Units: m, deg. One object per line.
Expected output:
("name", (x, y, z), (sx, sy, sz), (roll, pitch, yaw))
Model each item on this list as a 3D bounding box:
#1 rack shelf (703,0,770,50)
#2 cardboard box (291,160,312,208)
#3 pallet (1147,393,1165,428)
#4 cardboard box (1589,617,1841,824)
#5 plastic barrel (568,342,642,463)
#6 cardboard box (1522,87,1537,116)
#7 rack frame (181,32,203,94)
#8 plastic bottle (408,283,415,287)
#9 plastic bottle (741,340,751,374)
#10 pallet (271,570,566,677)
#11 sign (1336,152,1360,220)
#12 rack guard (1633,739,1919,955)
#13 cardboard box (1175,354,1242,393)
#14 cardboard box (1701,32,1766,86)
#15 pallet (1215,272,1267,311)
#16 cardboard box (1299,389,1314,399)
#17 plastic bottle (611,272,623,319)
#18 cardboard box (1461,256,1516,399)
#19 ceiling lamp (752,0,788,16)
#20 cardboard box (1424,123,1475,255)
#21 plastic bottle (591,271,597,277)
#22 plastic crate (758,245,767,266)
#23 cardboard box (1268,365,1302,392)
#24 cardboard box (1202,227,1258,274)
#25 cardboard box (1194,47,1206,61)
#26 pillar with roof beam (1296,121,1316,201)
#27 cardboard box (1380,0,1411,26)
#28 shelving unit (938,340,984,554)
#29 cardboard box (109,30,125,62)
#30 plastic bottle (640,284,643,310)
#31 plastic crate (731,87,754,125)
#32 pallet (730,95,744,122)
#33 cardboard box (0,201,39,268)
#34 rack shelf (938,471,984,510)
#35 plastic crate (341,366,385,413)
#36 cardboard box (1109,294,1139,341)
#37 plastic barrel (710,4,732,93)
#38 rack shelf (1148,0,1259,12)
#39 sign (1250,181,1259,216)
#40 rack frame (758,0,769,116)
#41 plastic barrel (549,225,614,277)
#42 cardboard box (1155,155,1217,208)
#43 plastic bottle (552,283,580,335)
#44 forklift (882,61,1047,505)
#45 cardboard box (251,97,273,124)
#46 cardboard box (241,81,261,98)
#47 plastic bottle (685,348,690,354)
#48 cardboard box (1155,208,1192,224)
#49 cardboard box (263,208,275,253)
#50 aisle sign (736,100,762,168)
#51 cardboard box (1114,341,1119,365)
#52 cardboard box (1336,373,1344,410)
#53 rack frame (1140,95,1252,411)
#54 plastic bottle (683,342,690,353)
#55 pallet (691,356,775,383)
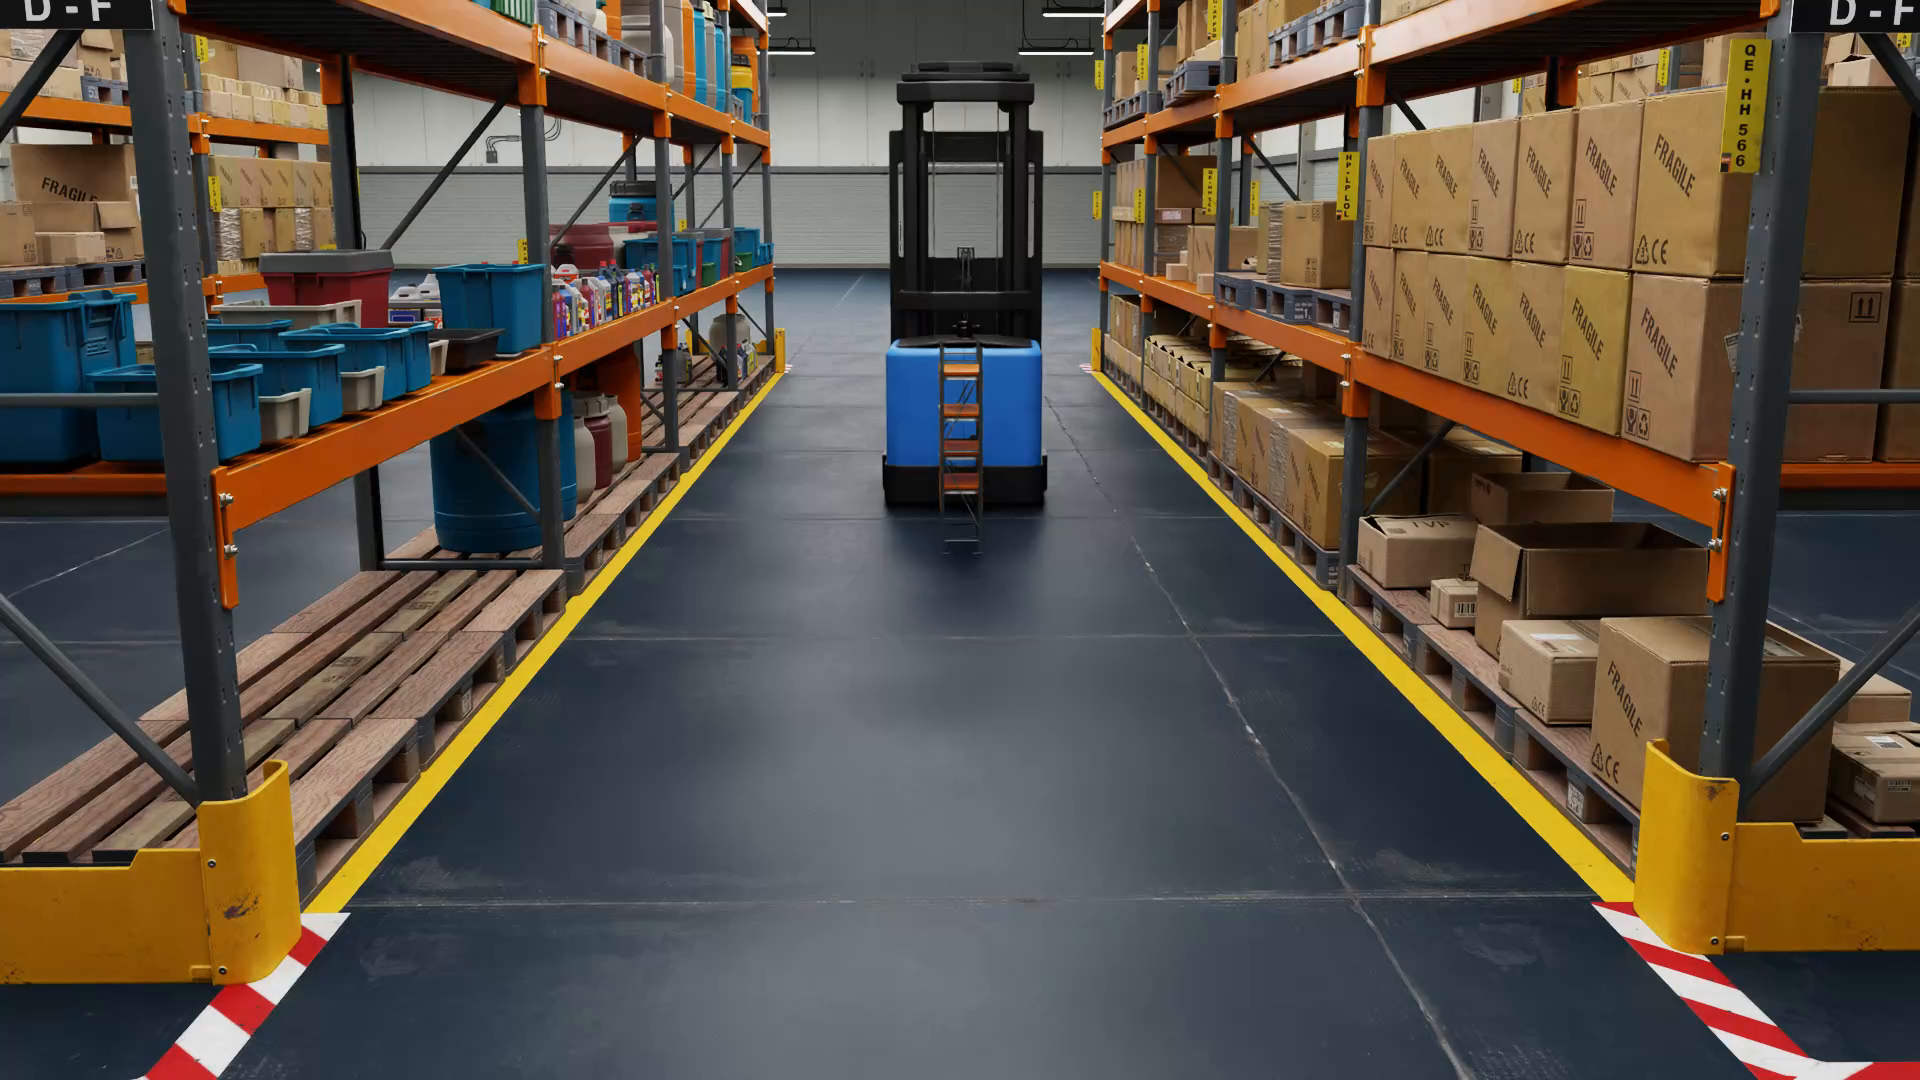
("rack shelf", (-2.713, -5.520, 17.452), (1.077, 0.370, 4.000), (0, 11, -1))
("cardboard box", (-7.424, -3.884, 18.144), (0.500, 0.500, 0.500), (0, 11, -1))
("pallet", (2.334, -1.238, 15.631), (1.003, 0.211, 1.213), (0, 11, -1))
("cardboard box", (2.271, 0.537, 5.049), (0.500, 0.500, 0.500), (0, 11, -1))
("plastic barrel", (-2.562, -0.981, 11.754), (0.600, 0.830, 0.708), (0, 11, -1))
("cardboard box", (6.907, -5.029, 19.455), (0.500, 0.500, 0.500), (0, 11, 0))
("rack frame", (-7.624, -5.651, 15.281), (1.000, 3.000, 0.127), (0, 11, -1))
("plastic bottle", (-2.889, -1.207, 8.756), (0.061, 0.283, 0.133), (0, 11, -1))
("plastic bottle", (-2.287, -1.933, 17.598), (0.144, 0.351, 0.185), (0, 11, -2))
("pallet", (-2.453, 0.372, 7.697), (1.003, 0.211, 1.213), (0, 11, -1))
("sign", (1.891, -1.725, 8.106), (0.100, 0.325, 0.005), (0, 11, -1))
("rack guard", (2.527, 0.844, 4.640), (1.175, 0.500, 0.348), (0, 11, -1))
("cardboard box", (2.081, -1.396, 13.843), (0.500, 0.311, 0.500), (0, 11, -2))
("cardboard box", (7.164, -4.388, 15.291), (0.500, 0.500, 0.500), (1, 12, 7))
("pallet", (2.447, -1.727, 11.512), (1.213, 0.211, 1.003), (0, 11, -1))
("cardboard box", (2.617, -0.761, 11.448), (0.500, 0.500, 0.500), (0, 11, 1))
("plastic bottle", (-2.124, -1.510, 10.251), (0.061, 0.283, 0.133), (0, 11, -1))
("cardboard box", (2.217, -0.805, 6.231), (0.500, 0.500, 0.500), (0, 11, -2))
("ceiling lamp", (-4.620, -12.566, 34.686), (2.000, 3.185, 0.800), (0, 11, -1))
("cardboard box", (2.195, -1.400, 6.650), (0.500, 0.500, 0.500), (-1, 11, -3))
("plastic bottle", (-2.271, -1.536, 10.379), (0.061, 0.283, 0.133), (0, 11, -1))
("plastic crate", (-2.438, -3.226, 18.791), (0.499, 0.251, 0.408), (0, 11, -1))
("cardboard box", (2.646, -1.194, 12.850), (0.500, 0.311, 0.500), (0, 11, 1))
("cardboard box", (2.312, -2.338, 13.789), (0.500, 0.500, 0.500), (-1, 11, -4))
("cardboard box", (2.259, -3.973, 13.875), (0.500, 0.250, 0.500), (-1, 12, -6))
("pillar with roof beam", (3.353, -9.932, 36.383), (9.100, 9.000, 0.548), (0, 11, -1))
("cardboard box", (2.208, -2.460, 7.471), (0.500, 0.250, 0.500), (0, 11, -1))
("shelving unit", (0.003, -0.555, 9.778), (0.258, 1.200, 0.503), (0, 11, -1))
("cardboard box", (-7.713, -4.344, 15.065), (0.797, 0.503, 0.637), (-1, 11, -4))
("plastic bottle", (-2.160, -1.633, 11.065), (0.097, 0.201, 0.097), (0, 11, 0))
("plastic crate", (-2.414, -4.611, 17.738), (0.392, 0.384, 0.575), (0, 11, -1))
("pallet", (-2.785, -4.252, 16.404), (1.213, 0.211, 1.003), (0, 11, -1))
("cardboard box", (-7.704, -2.388, 12.980), (0.700, 0.500, 0.500), (1, 12, 7))
("rack shelf", (0.003, -0.295, 9.830), (0.258, 0.148, 0.480), (0, 11, -1))
("plastic crate", (-2.038, -0.496, 5.470), (0.250, 0.136, 0.298), (0, 11, -1))
("cardboard box", (1.998, -2.565, 19.131), (0.500, 0.500, 0.500), (0, 11, -1))
("plastic barrel", (-2.586, -4.851, 16.566), (0.600, 0.901, 0.708), (0, 11, -1))
("rack shelf", (2.322, -4.745, 13.630), (1.077, 0.370, 4.000), (0, 11, -1))
("sign", (2.823, -3.284, 15.988), (0.100, 0.325, 0.005), (0, 11, -1))
("rack frame", (-2.755, -6.467, 19.301), (1.000, 3.000, 0.127), (0, 11, -1))
("plastic barrel", (-2.902, -2.094, 12.494), (0.600, 0.536, 0.708), (0, 11, -1))
("cardboard box", (2.265, -3.524, 16.370), (0.700, 0.500, 0.500), (0, 11, -1))
("plastic bottle", (-2.143, -1.247, 8.972), (0.152, 0.276, 0.135), (0, 11, -1))
("forklift", (0.047, -1.913, 12.117), (1.130, 2.935, 3.031), (0, 11, 1))
("cardboard box", (-7.393, -4.402, 17.046), (0.500, 0.250, 0.500), (-1, 11, -3))
("cardboard box", (-7.347, -4.577, 16.907), (0.380, 0.149, 0.250), (0, 11, -2))
("plastic bottle", (-2.877, -1.878, 17.496), (0.061, 0.283, 0.133), (0, 11, -1))
("cardboard box", (2.060, -3.171, 16.262), (0.380, 0.149, 0.250), (0, 11, -1))
("cardboard box", (-7.658, -3.194, 17.259), (0.875, 0.500, 0.500), (0, 11, -1))
("aisle sign", (-2.459, -4.816, 19.715), (0.394, 0.787, 0.004), (0, 11, -1))
("cardboard box", (2.010, -2.098, 18.716), (0.500, 0.250, 0.500), (0, 11, -1))
("cardboard box", (2.648, -0.914, 10.317), (0.500, 0.250, 0.500), (0, 11, -2))
("rack frame", (2.280, -2.751, 16.075), (1.000, 3.000, 0.127), (0, 11, -1))
("plastic bottle", (-3.029, -2.043, 18.342), (0.097, 0.271, 0.097), (0, 11, 0))
("pallet", (-2.695, -1.983, 19.305), (1.003, 0.211, 1.213), (0, 11, -1))
